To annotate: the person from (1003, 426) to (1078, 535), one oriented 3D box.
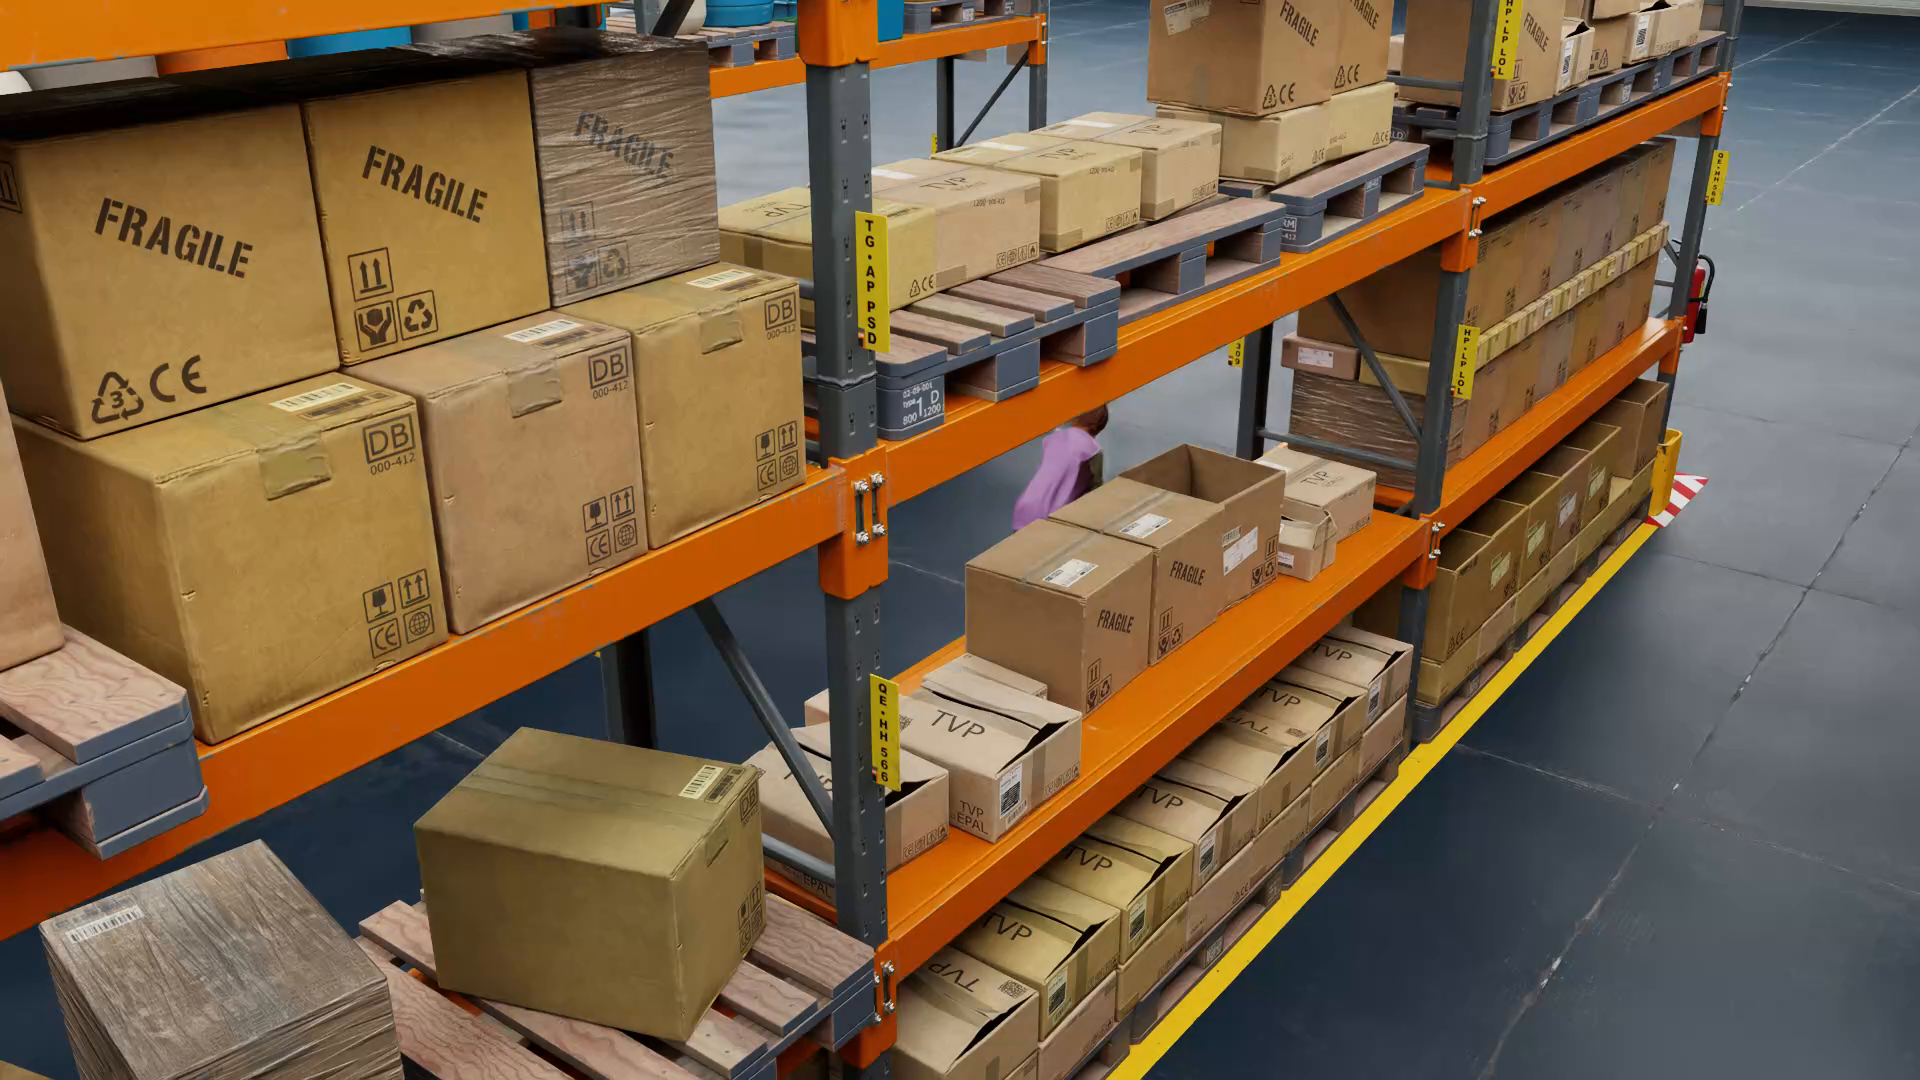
[{"bbox_3d":[0.444,-0.072,8.777,0.471,1.592,0.348,17,29,34],"label":"person"}]
